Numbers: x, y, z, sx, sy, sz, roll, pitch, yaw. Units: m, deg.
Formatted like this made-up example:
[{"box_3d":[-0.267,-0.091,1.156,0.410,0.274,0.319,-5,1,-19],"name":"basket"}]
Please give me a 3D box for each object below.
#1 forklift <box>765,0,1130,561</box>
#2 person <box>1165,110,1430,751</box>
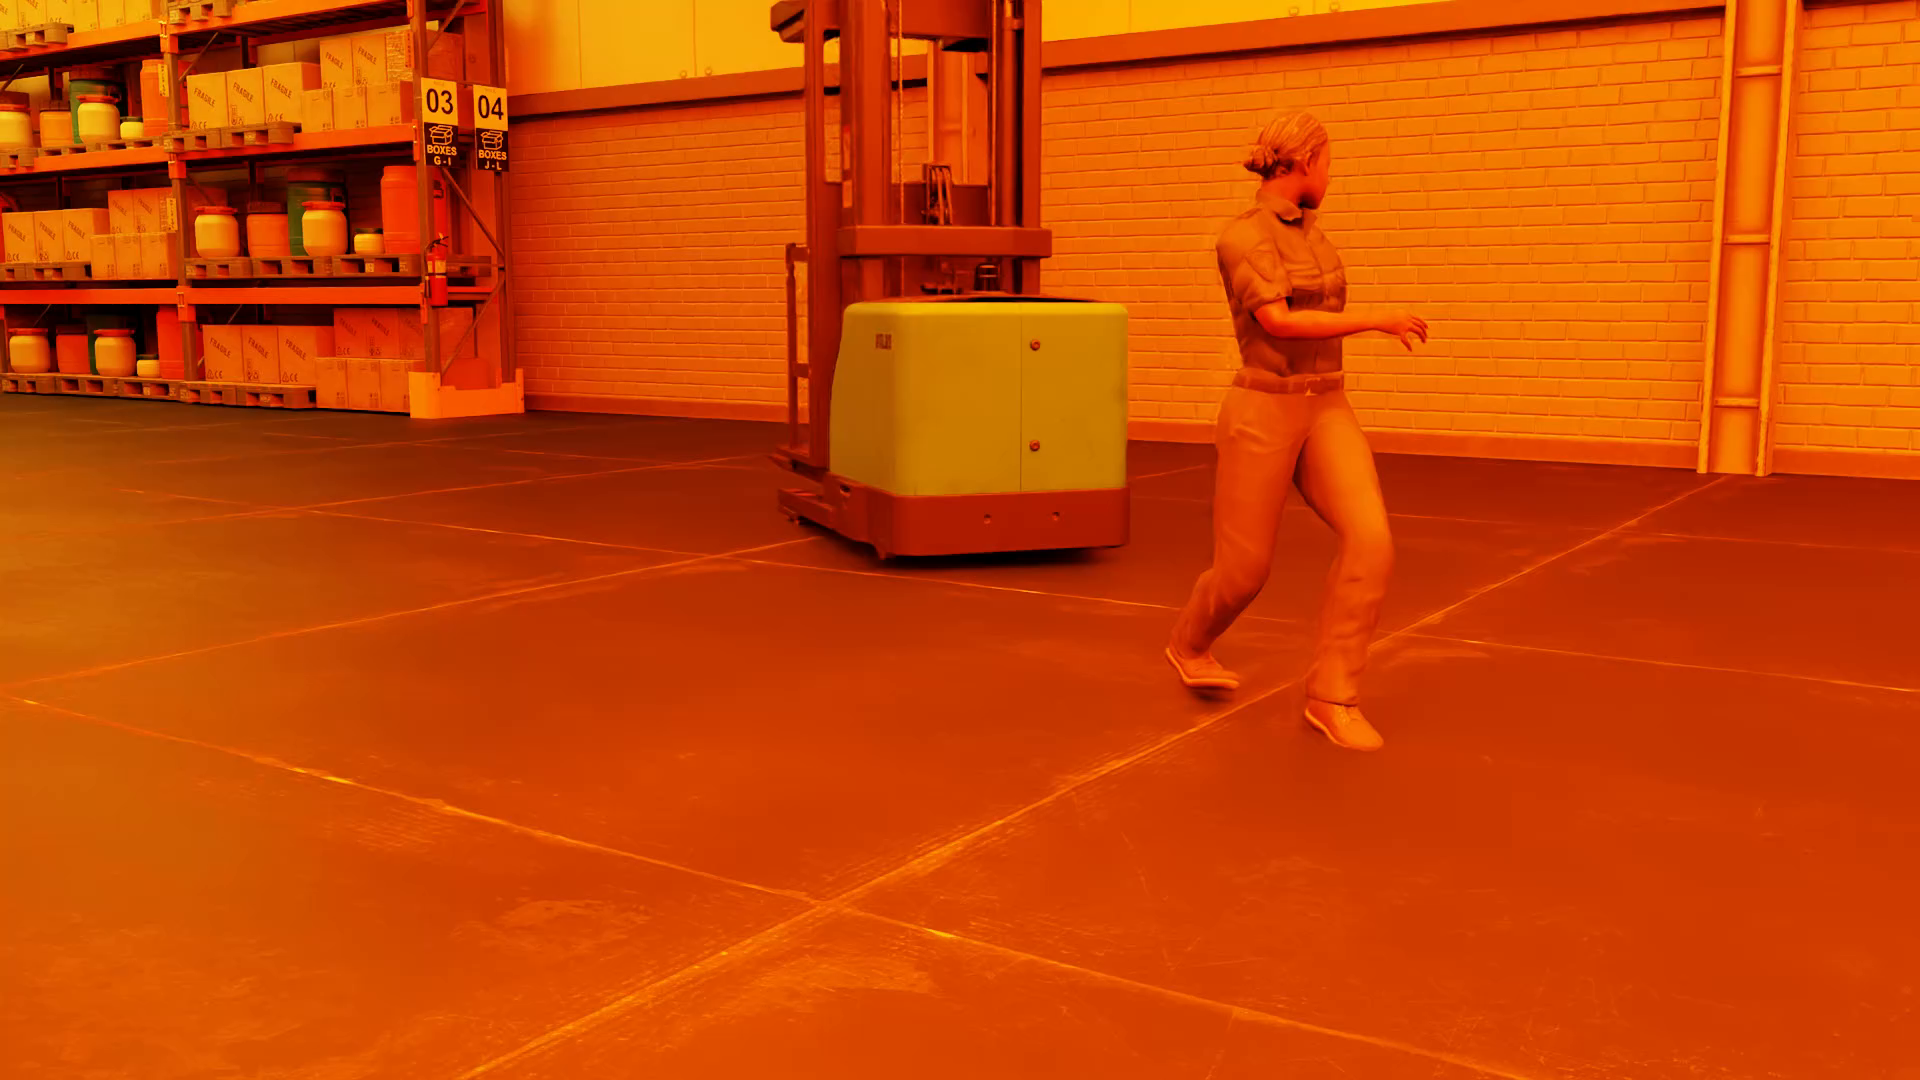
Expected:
[{"box_3d":[-0.268,-1.536,7.995,1.130,2.935,3.031,-3,9,-20],"name":"forklift"},{"box_3d":[0.845,-0.299,4.307,0.479,1.568,0.855,-5,9,-31],"name":"person"}]
